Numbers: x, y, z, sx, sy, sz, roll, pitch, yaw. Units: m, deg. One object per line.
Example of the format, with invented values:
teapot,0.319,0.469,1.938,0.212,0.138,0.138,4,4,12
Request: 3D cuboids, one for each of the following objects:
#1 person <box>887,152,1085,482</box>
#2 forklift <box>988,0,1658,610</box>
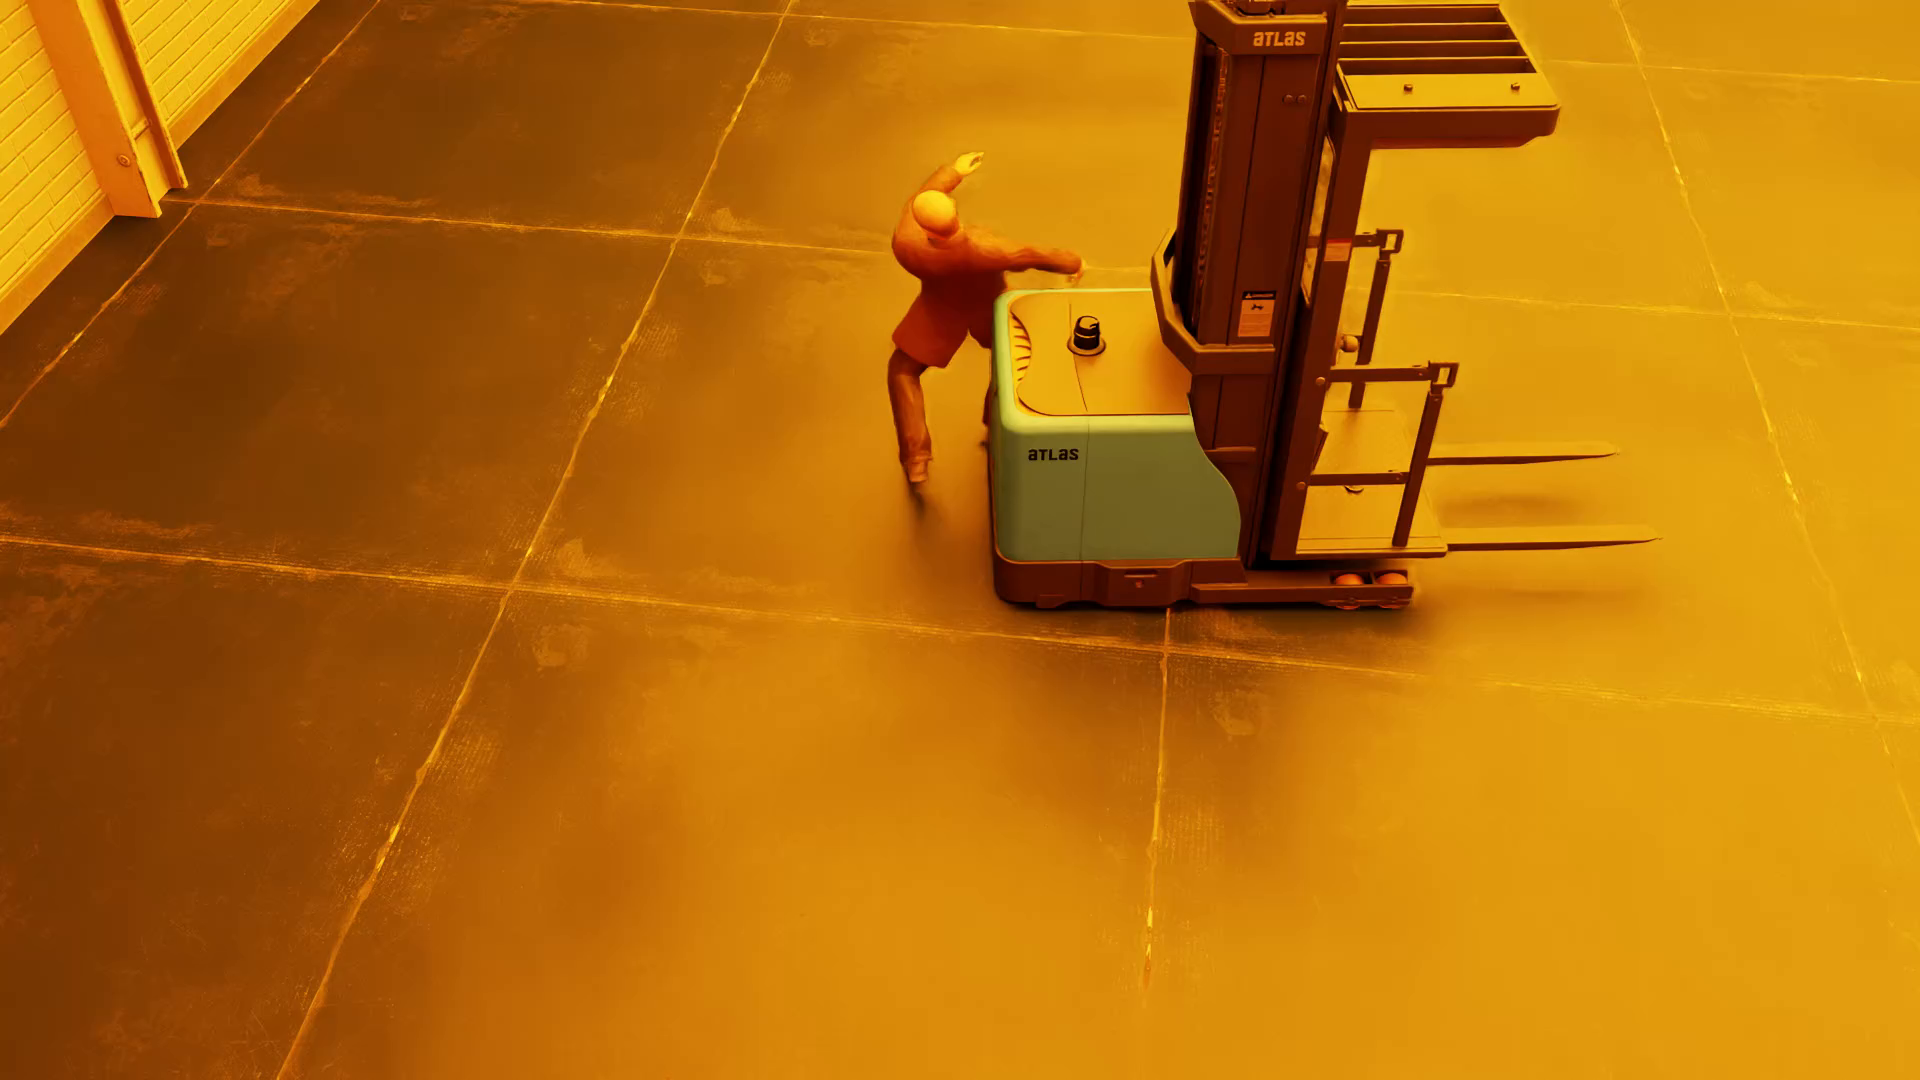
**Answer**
person,0.127,-1.094,7.908,0.978,1.539,0.880,-7,43,-8
forklift,1.661,-1.125,6.948,3.031,2.935,1.130,-1,43,-1
